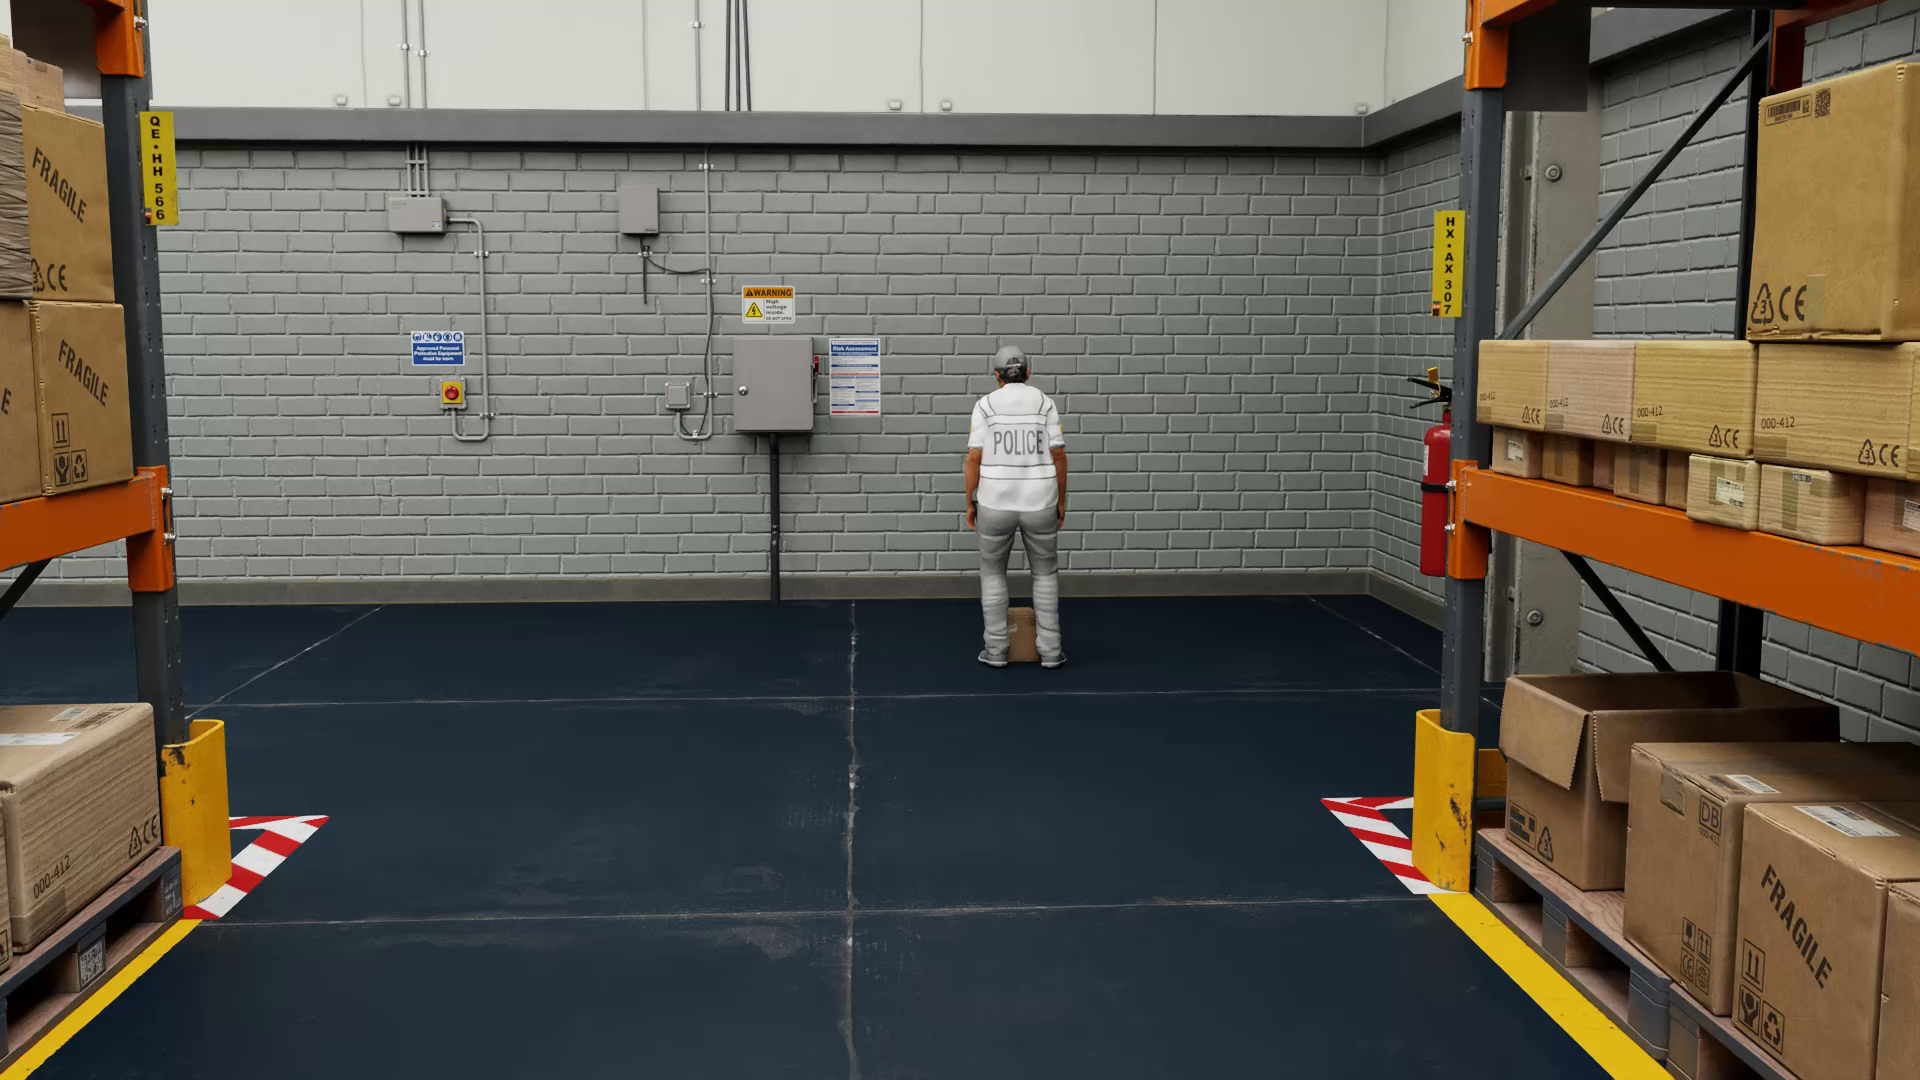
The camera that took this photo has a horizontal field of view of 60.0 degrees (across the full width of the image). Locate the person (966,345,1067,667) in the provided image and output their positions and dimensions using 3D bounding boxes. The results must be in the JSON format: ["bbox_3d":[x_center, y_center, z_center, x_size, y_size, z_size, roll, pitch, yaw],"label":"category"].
[{"bbox_3d":[0.297,-0.169,8.612,0.546,1.666,0.472,-1,7,-4],"label":"person"}]
